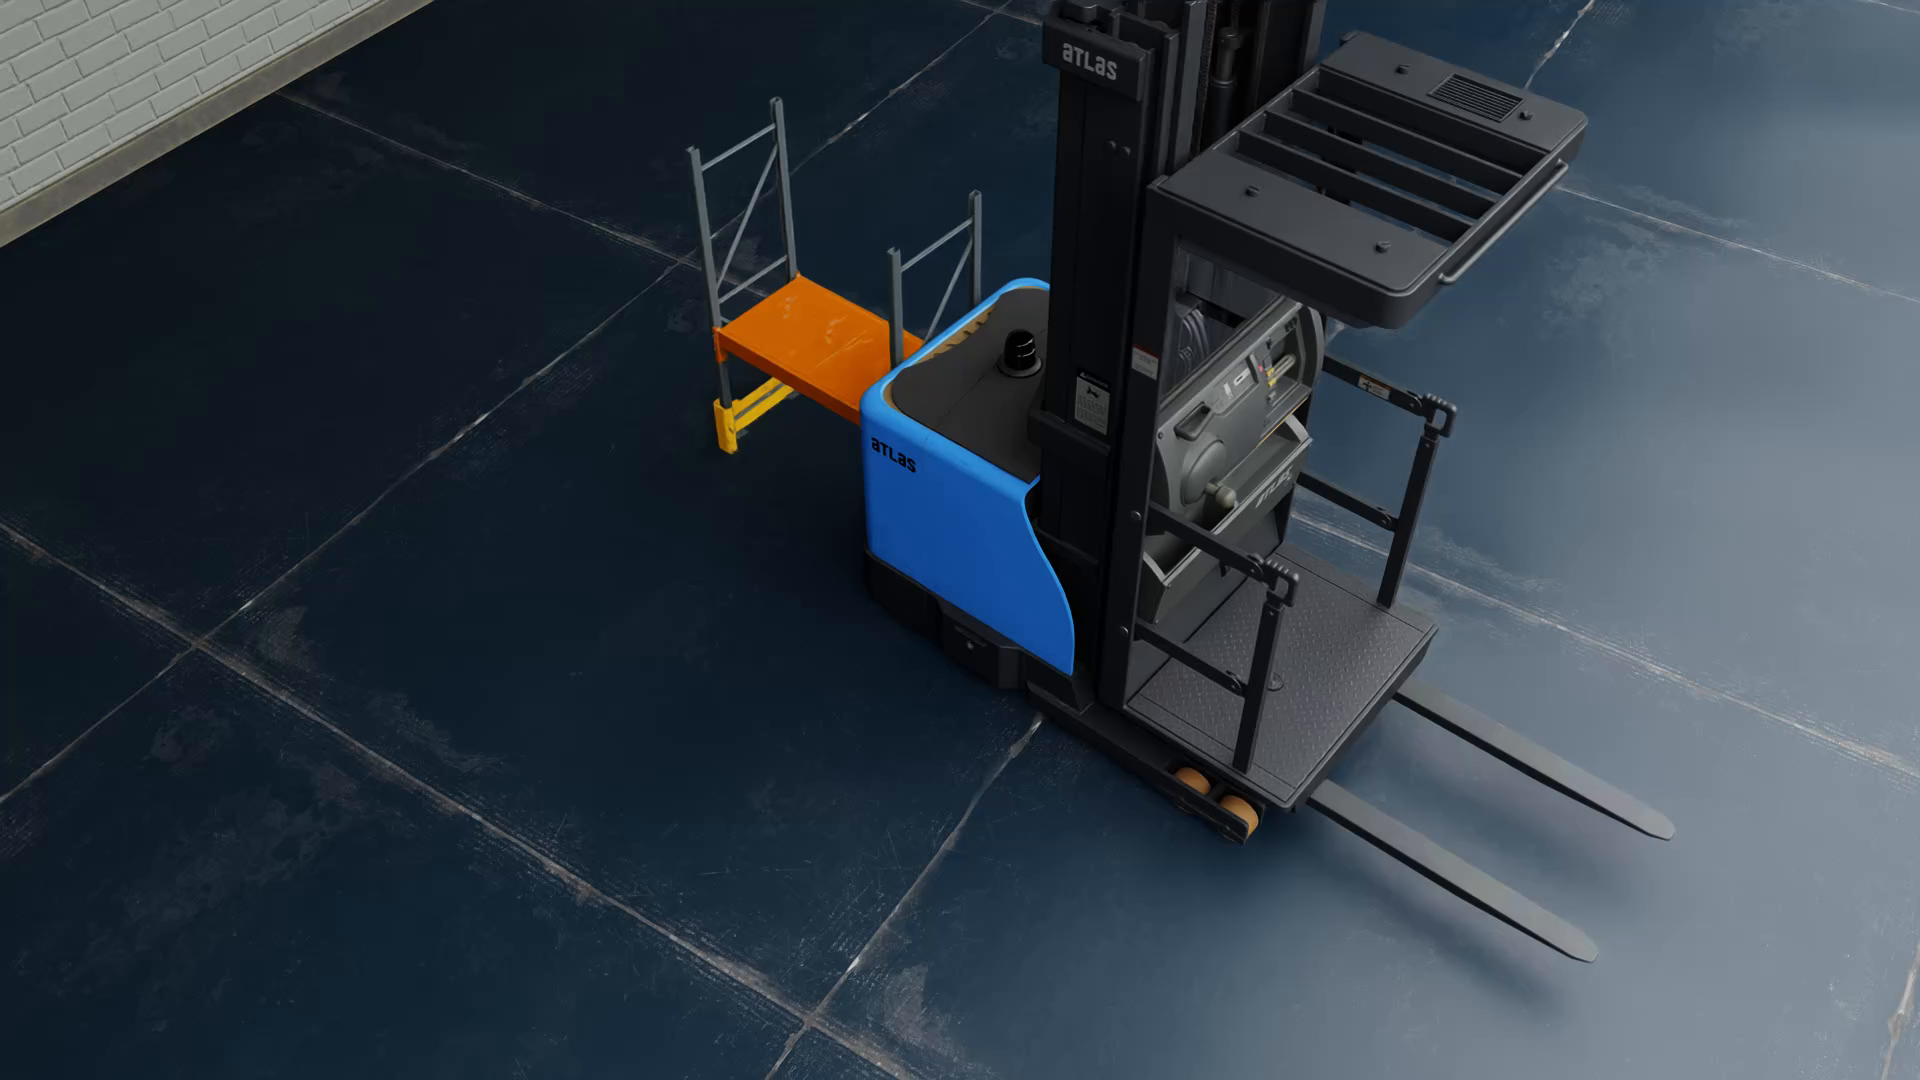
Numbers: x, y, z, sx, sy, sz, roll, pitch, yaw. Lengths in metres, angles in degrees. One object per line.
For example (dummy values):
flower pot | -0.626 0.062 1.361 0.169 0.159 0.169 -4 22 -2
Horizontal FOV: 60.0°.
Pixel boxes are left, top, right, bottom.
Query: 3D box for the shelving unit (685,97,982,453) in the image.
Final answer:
shelving unit | -0.475 -0.854 6.755 1.083 1.500 0.587 31 53 26

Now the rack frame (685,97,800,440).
rack frame | -0.874 -1.090 6.985 0.032 1.500 0.500 31 53 26

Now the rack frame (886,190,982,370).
rack frame | -0.090 -0.625 6.534 0.032 1.500 0.500 31 53 26

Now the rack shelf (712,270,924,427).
rack shelf | -0.482 -0.732 6.888 1.000 0.185 0.538 31 53 26

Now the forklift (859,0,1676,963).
forklift | 1.077 -0.383 5.300 3.031 2.935 1.130 31 53 26

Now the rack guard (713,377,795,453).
rack guard | -0.859 -0.646 7.425 0.087 0.250 0.587 31 53 26
